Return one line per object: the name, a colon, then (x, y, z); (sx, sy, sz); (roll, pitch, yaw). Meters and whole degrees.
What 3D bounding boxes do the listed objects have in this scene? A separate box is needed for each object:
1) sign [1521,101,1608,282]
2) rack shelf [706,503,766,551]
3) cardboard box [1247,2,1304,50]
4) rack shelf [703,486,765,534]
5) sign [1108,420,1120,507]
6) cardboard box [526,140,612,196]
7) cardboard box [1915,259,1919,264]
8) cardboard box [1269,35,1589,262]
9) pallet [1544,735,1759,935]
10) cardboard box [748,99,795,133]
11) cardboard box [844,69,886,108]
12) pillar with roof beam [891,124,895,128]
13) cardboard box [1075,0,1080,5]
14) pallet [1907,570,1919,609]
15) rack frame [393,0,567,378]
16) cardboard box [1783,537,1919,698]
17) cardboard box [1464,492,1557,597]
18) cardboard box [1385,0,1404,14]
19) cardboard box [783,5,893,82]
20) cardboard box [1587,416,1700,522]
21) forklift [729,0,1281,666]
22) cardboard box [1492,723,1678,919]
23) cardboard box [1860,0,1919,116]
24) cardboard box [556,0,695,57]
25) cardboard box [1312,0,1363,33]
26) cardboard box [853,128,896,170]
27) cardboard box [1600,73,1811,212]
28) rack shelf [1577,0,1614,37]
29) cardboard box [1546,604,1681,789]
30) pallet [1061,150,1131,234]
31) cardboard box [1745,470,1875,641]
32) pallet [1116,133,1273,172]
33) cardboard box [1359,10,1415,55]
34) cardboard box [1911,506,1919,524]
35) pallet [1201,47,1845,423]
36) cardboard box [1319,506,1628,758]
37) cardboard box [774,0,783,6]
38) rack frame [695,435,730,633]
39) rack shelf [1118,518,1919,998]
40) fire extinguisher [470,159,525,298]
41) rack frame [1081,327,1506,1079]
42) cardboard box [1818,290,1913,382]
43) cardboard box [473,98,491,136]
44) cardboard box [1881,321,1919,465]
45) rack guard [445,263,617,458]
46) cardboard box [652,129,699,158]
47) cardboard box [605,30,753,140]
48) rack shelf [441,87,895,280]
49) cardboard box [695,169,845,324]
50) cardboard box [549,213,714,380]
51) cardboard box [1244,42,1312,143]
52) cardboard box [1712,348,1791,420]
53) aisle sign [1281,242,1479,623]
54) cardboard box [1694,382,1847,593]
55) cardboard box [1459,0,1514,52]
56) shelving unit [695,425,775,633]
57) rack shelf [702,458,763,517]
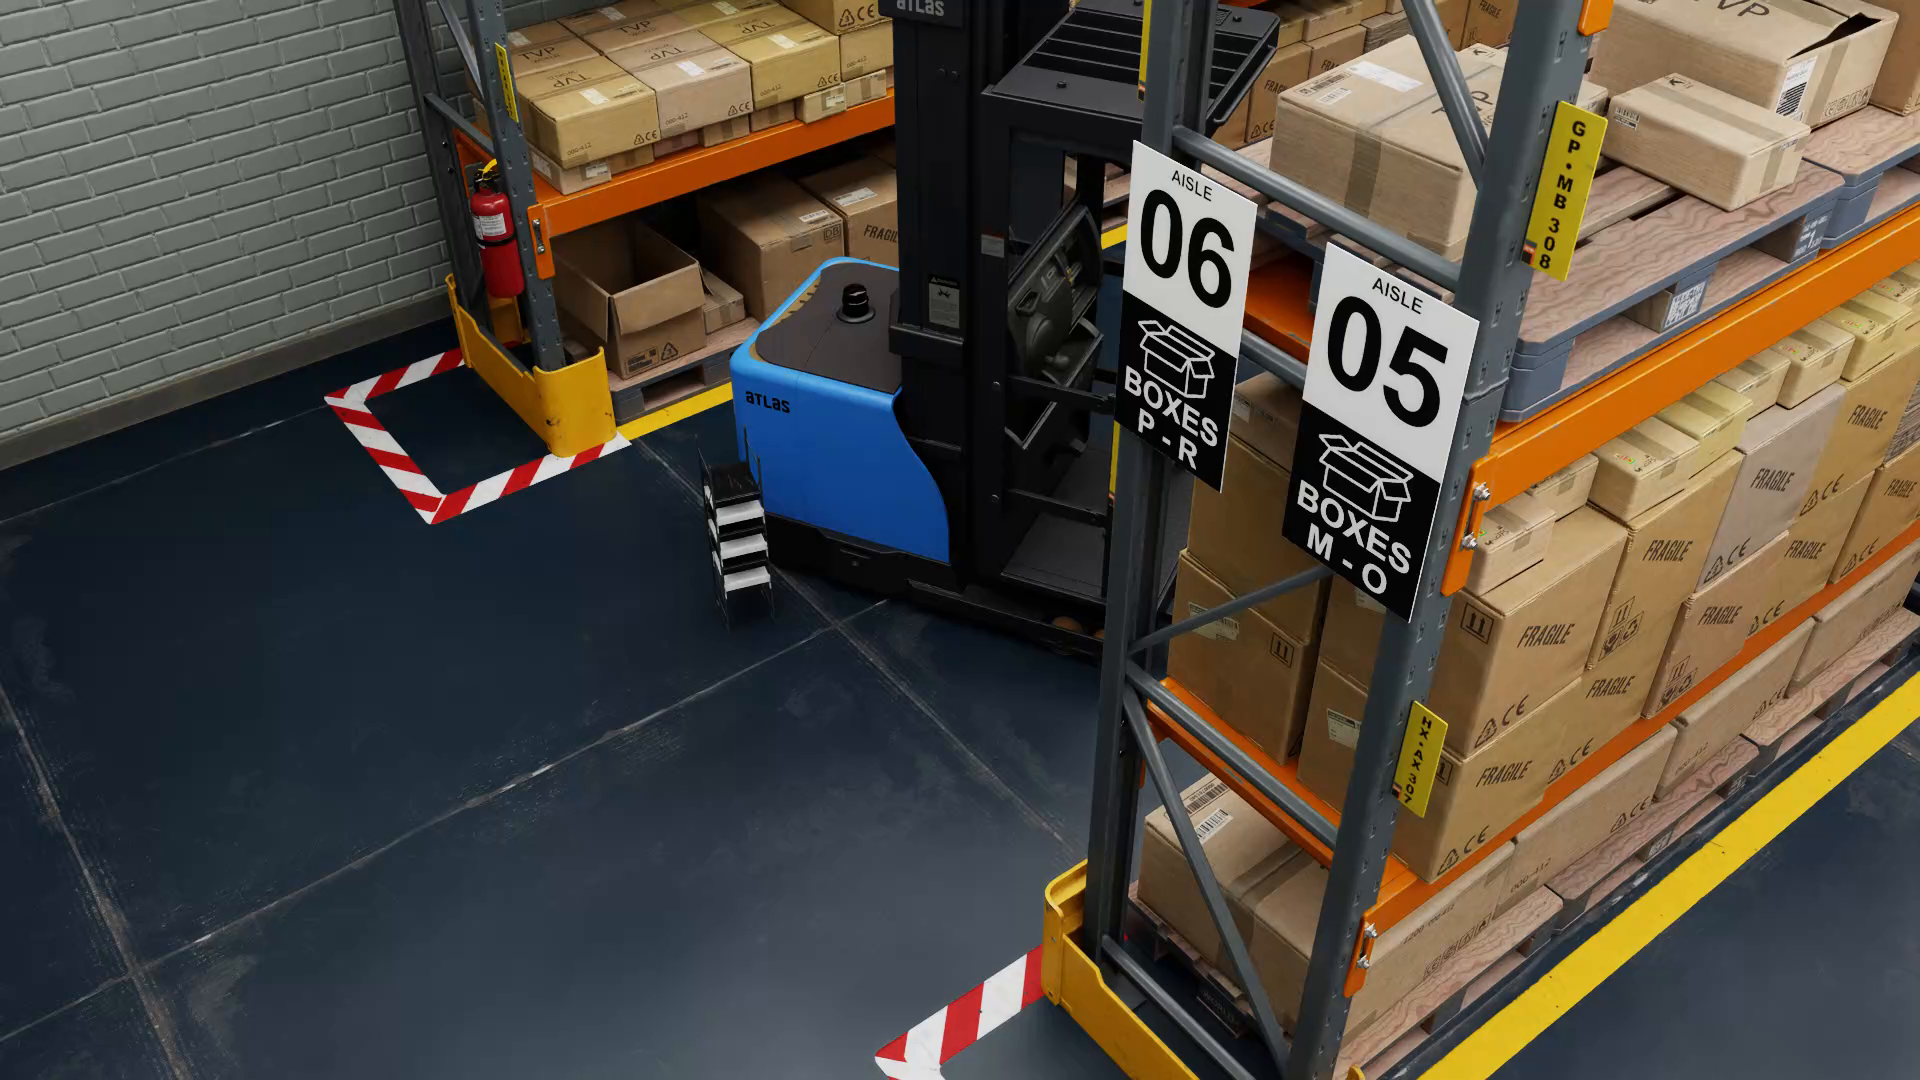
sign: (1.102, -0.633, 3.040); (0.005, 0.325, 0.100); (-26, 46, -28)
rack shelf: (-0.952, -0.081, 7.049); (0.200, 0.077, 0.258); (-13, 41, -16)
cardboard box: (1.937, -3.242, 10.466); (0.250, 0.149, 0.380); (-27, 46, -29)
rack shelf: (-0.952, -0.150, 6.992); (0.200, 0.077, 0.258); (-13, 41, -16)
sign: (0.449, -0.204, 4.534); (0.005, 0.325, 0.100); (-26, 46, -28)
cardboard box: (-1.831, -1.773, 7.744); (0.250, 0.149, 0.380); (-26, 46, -28)
cardboard box: (2.838, -0.867, 5.063); (0.250, 0.149, 0.380); (-27, 46, -29)
cardboard box: (1.070, -0.908, 3.836); (0.500, 0.250, 0.500); (-30, 48, -32)
pallet: (2.321, 0.874, 6.518); (1.213, 0.211, 1.003); (-26, 46, -28)
cardboard box: (-1.026, -2.186, 8.248); (0.250, 0.149, 0.380); (-25, 46, -27)
cardboard box: (-0.583, -2.358, 8.457); (0.250, 0.149, 0.380); (-25, 45, -27)
pillar with roof beam: (2.434, -3.766, 5.245); (0.400, 9.000, 9.100); (-26, 46, -28)
cardboard box: (0.657, -3.165, 9.126); (0.500, 0.250, 0.500); (-25, 45, -27)
pallet: (4.506, -0.190, 7.816); (1.213, 0.211, 1.003); (-26, 46, -28)
rack frame: (-2.259, -1.881, 7.678); (0.127, 3.000, 1.000); (-26, 46, -28)
cardboard box: (3.377, 0.085, 6.971); (0.875, 0.438, 0.875); (-27, 46, -29)
cardboard box: (1.218, -0.060, 4.080); (0.250, 0.149, 0.380); (-25, 46, -27)
cardboard box: (2.778, -3.603, 10.905); (0.250, 0.149, 0.380); (-28, 47, -30)
cardboard box: (-0.543, -2.579, 8.412); (0.500, 0.250, 0.500); (-27, 47, -29)
cardboard box: (1.659, -0.240, 4.299); (0.250, 0.149, 0.380); (-25, 45, -27)
forklift: (0.571, -0.974, 6.627); (3.031, 2.935, 1.130); (16, 42, 18)
cardboard box: (1.951, 0.778, 6.125); (0.875, 0.438, 0.875); (-25, 45, -27)
cardboard box: (2.458, -1.490, 4.347); (0.500, 0.500, 0.500); (-25, 46, -27)
cardboard box: (-1.647, -2.448, 8.253); (0.500, 0.250, 0.500); (-26, 46, -28)
cardboard box: (2.356, -3.415, 10.676); (0.250, 0.149, 0.380); (-24, 45, -27)
cardboard box: (-0.192, -1.978, 9.436); (0.500, 0.500, 0.700); (-28, 47, -30)
cardboard box: (1.771, -0.955, 3.972); (0.250, 0.149, 0.380); (-24, 45, -27)
rack shelf: (2.354, -2.046, 4.032); (4.000, 0.370, 1.077); (-26, 46, -28)
cardboard box: (1.708, 0.324, 4.911); (0.500, 0.500, 0.500); (-27, 46, -29)
pallet: (0.367, -2.084, 10.124); (1.213, 0.211, 1.003); (-26, 46, -28)
cardboard box: (2.509, -0.065, 5.386); (0.500, 0.500, 0.500); (-24, 45, -27)
pallet: (1.534, -2.682, 10.853); (1.213, 0.211, 1.003); (-26, 46, -28)
cardboard box: (2.663, -3.296, 11.042); (0.500, 0.500, 0.500); (-28, 47, -30)
cardboard box: (3.323, -0.462, 5.869); (0.500, 0.500, 0.500); (-27, 47, -29)
pallet: (1.350, -0.804, 4.070); (1.213, 0.211, 1.003); (-26, 46, -28)
cardboard box: (1.322, 0.146, 4.340); (0.500, 0.500, 0.500); (-27, 46, -29)
cardboard box: (-0.836, -2.839, 8.730); (0.500, 0.250, 0.500); (-26, 46, -28)
rack frame: (-1.048, -0.014, 7.058); (0.006, 0.900, 0.240); (-13, 41, -16)
rack shelf: (2.354, 0.119, 5.807); (4.000, 0.370, 1.077); (-26, 46, -28)
fire extinguisher: (-2.094, -1.418, 7.468); (0.183, 0.674, 0.296); (-26, 46, -28)
rack frame: (0.768, 0.614, 4.637); (0.127, 3.000, 1.000); (-26, 46, -28)
cardboard box: (2.474, -0.639, 4.785); (0.250, 0.149, 0.380); (-27, 47, -29)
cardboard box: (-2.160, -2.047, 8.078); (0.250, 0.149, 0.380); (-27, 46, -29)
cardboard box: (2.929, -0.643, 5.301); (0.500, 0.500, 0.500); (-25, 46, -28)
rack guard: (-2.199, -0.944, 8.507); (0.348, 0.500, 1.175); (-26, 46, -28)
cardboard box: (-1.471, -2.014, 8.038); (0.250, 0.149, 0.380); (-27, 46, -29)
cardboard box: (-1.336, -2.173, 7.918); (0.500, 0.250, 0.500); (-25, 46, -28)
rack shelf: (-0.673, -2.376, 8.849); (4.000, 0.370, 1.077); (-26, 46, -28)
cardboard box: (-1.015, -1.577, 8.947); (0.500, 0.500, 0.700); (-24, 45, -26)
cardboard box: (-1.717, -1.267, 8.567); (0.637, 0.503, 0.797); (-28, 47, -30)
cardboard box: (1.849, -2.908, 10.569); (0.500, 0.500, 0.500); (-27, 46, -29)
cardboard box: (2.033, -0.479, 4.590); (0.250, 0.149, 0.380); (-26, 46, -28)
aisle sign: (0.888, -0.218, 3.601); (0.004, 0.787, 0.394); (-26, 46, -28)
cardboard box: (2.131, -0.260, 4.835); (0.500, 0.500, 0.500); (-26, 46, -28)
cardboard box: (3.476, -3.709, 11.546); (0.500, 0.500, 0.500); (-27, 46, -29)
shelving unit: (-0.952, -0.037, 7.085); (0.210, 0.900, 0.258); (-13, 41, -16)
rack shelf: (-0.952, -0.220, 6.935); (0.200, 0.077, 0.258); (-13, 41, -16)
